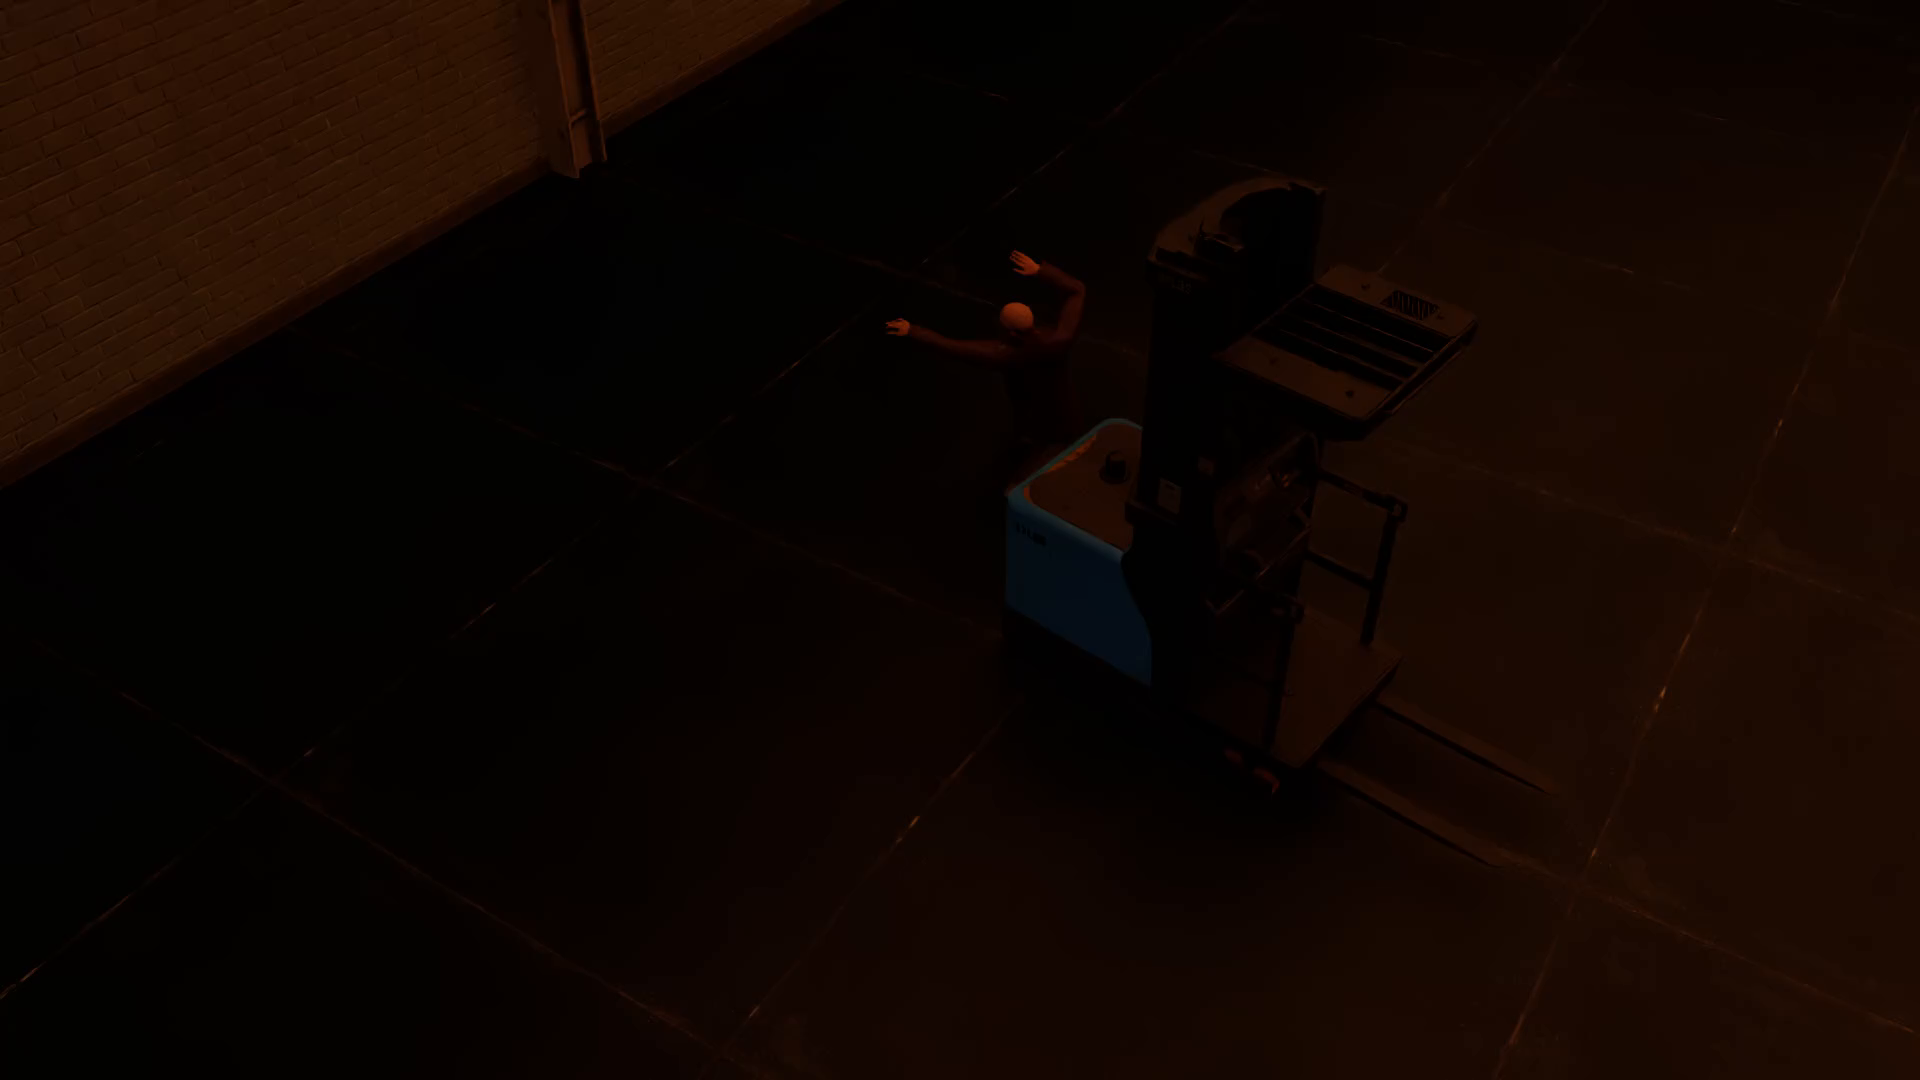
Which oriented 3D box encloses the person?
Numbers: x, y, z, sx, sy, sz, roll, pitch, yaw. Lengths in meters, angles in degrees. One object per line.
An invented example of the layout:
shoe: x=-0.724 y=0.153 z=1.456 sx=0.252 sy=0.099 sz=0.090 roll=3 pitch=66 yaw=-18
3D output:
person: x=0.202 y=-1.064 z=10.279 sx=1.169 sy=1.641 sz=0.893 roll=11 pitch=41 yaw=12

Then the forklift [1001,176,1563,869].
forklift: x=1.682 y=-0.164 z=8.160 sx=3.031 sy=2.935 sz=1.130 roll=29 pitch=48 yaw=30
